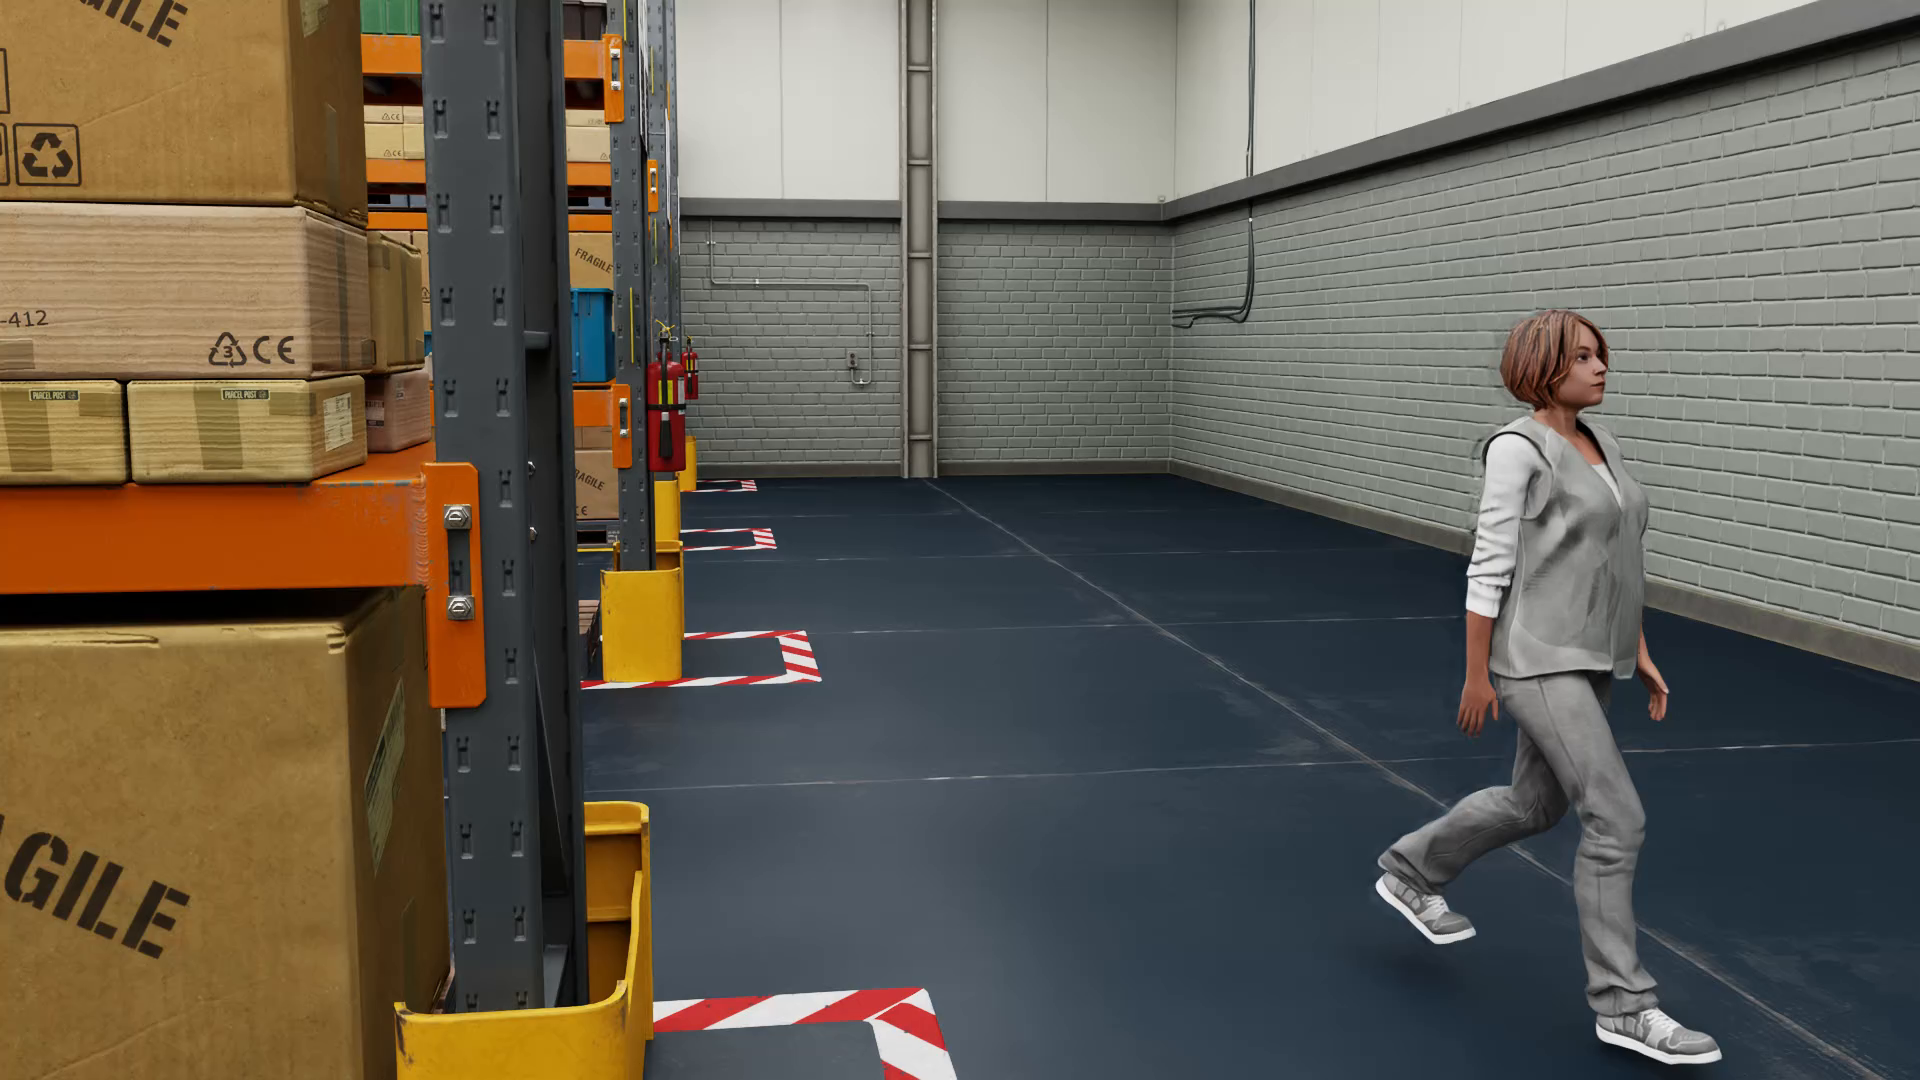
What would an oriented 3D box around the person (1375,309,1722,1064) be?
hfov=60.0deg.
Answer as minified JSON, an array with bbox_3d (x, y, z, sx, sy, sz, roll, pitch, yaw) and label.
[{"bbox_3d":[1.300,0.272,3.667,0.419,1.549,0.896,-6,9,-41],"label":"person"}]
